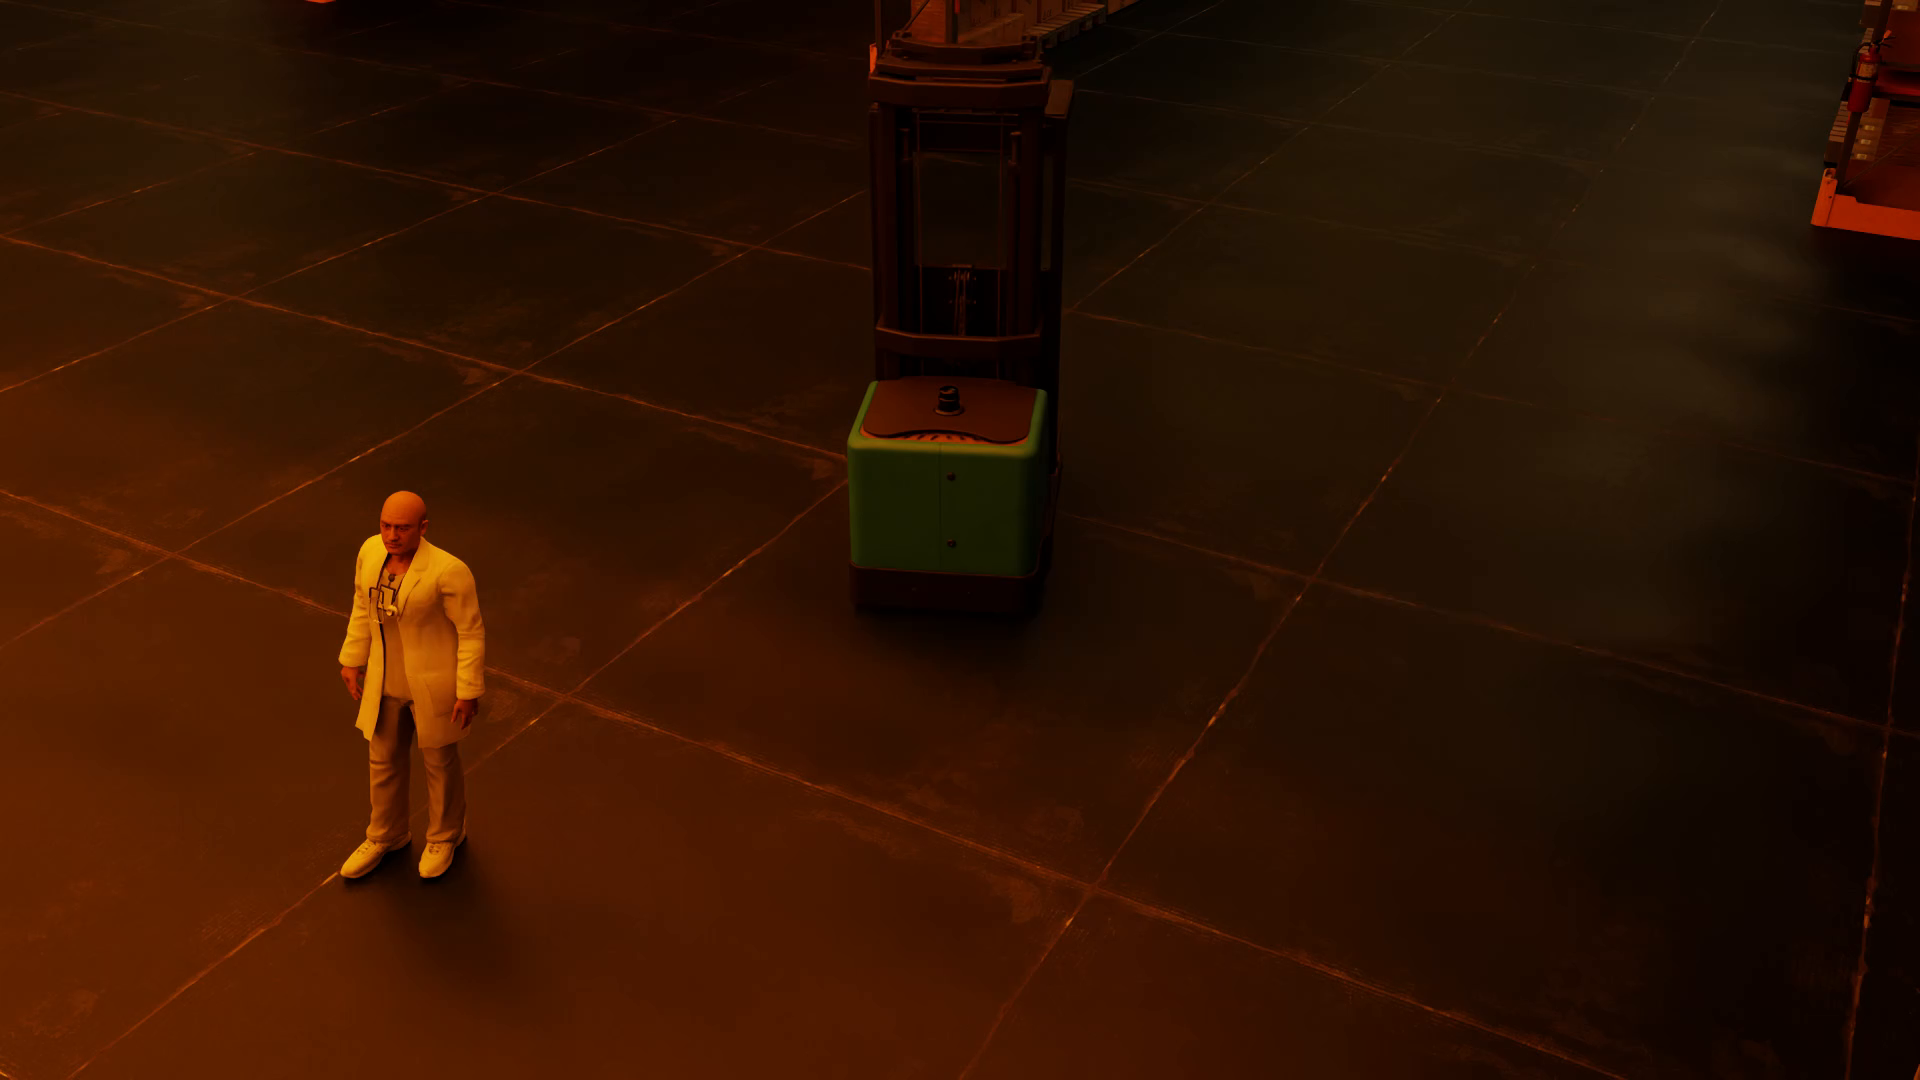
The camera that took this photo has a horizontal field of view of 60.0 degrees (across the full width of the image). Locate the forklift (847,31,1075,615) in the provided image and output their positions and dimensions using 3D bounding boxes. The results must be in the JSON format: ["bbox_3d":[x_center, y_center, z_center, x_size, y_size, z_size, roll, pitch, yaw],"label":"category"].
[{"bbox_3d":[0.072,-1.572,9.794,1.130,2.935,3.031,3,30,6],"label":"forklift"}]

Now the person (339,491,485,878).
[{"bbox_3d":[-2.366,0.656,7.074,0.698,1.779,0.578,10,31,16],"label":"person"}]
